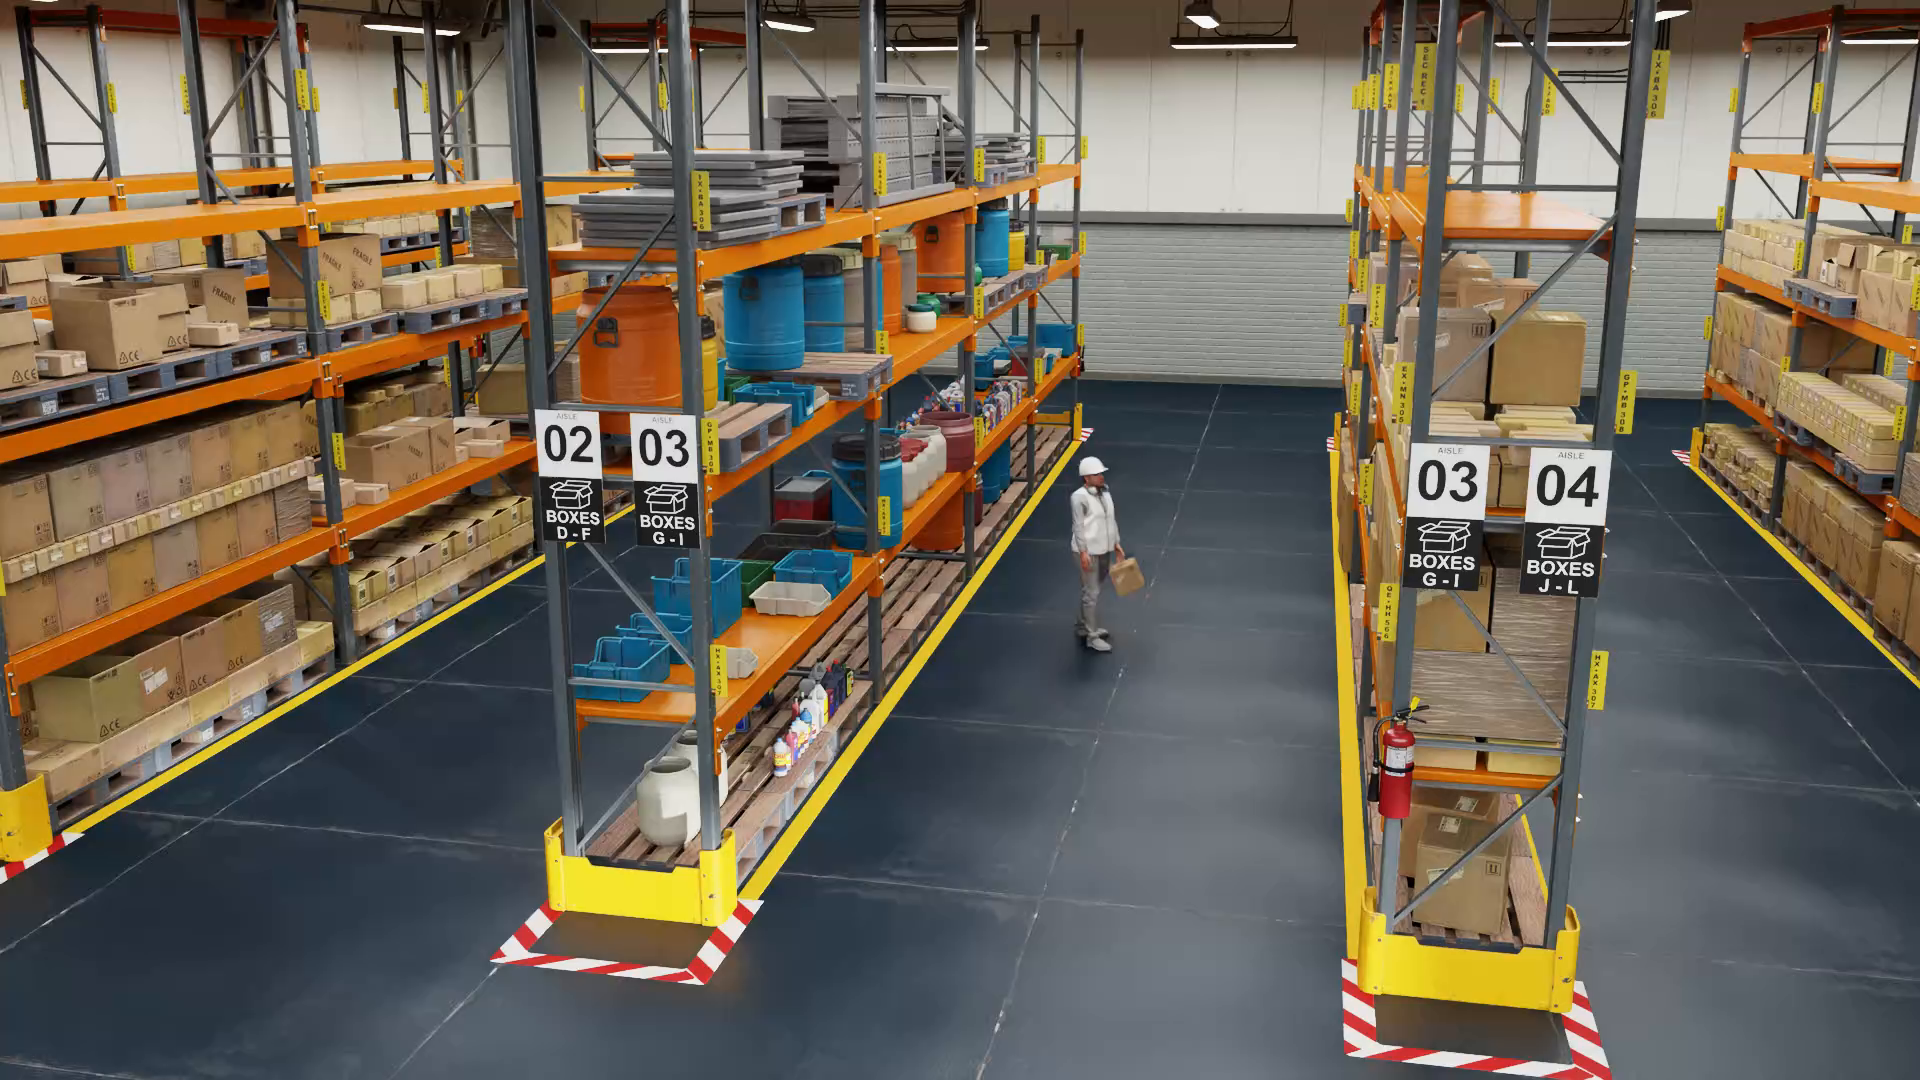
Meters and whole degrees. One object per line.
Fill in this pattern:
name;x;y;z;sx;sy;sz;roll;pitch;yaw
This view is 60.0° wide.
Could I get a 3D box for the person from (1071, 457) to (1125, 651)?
person;1.292;0.110;15.523;0.583;1.777;0.598;12;19;39
